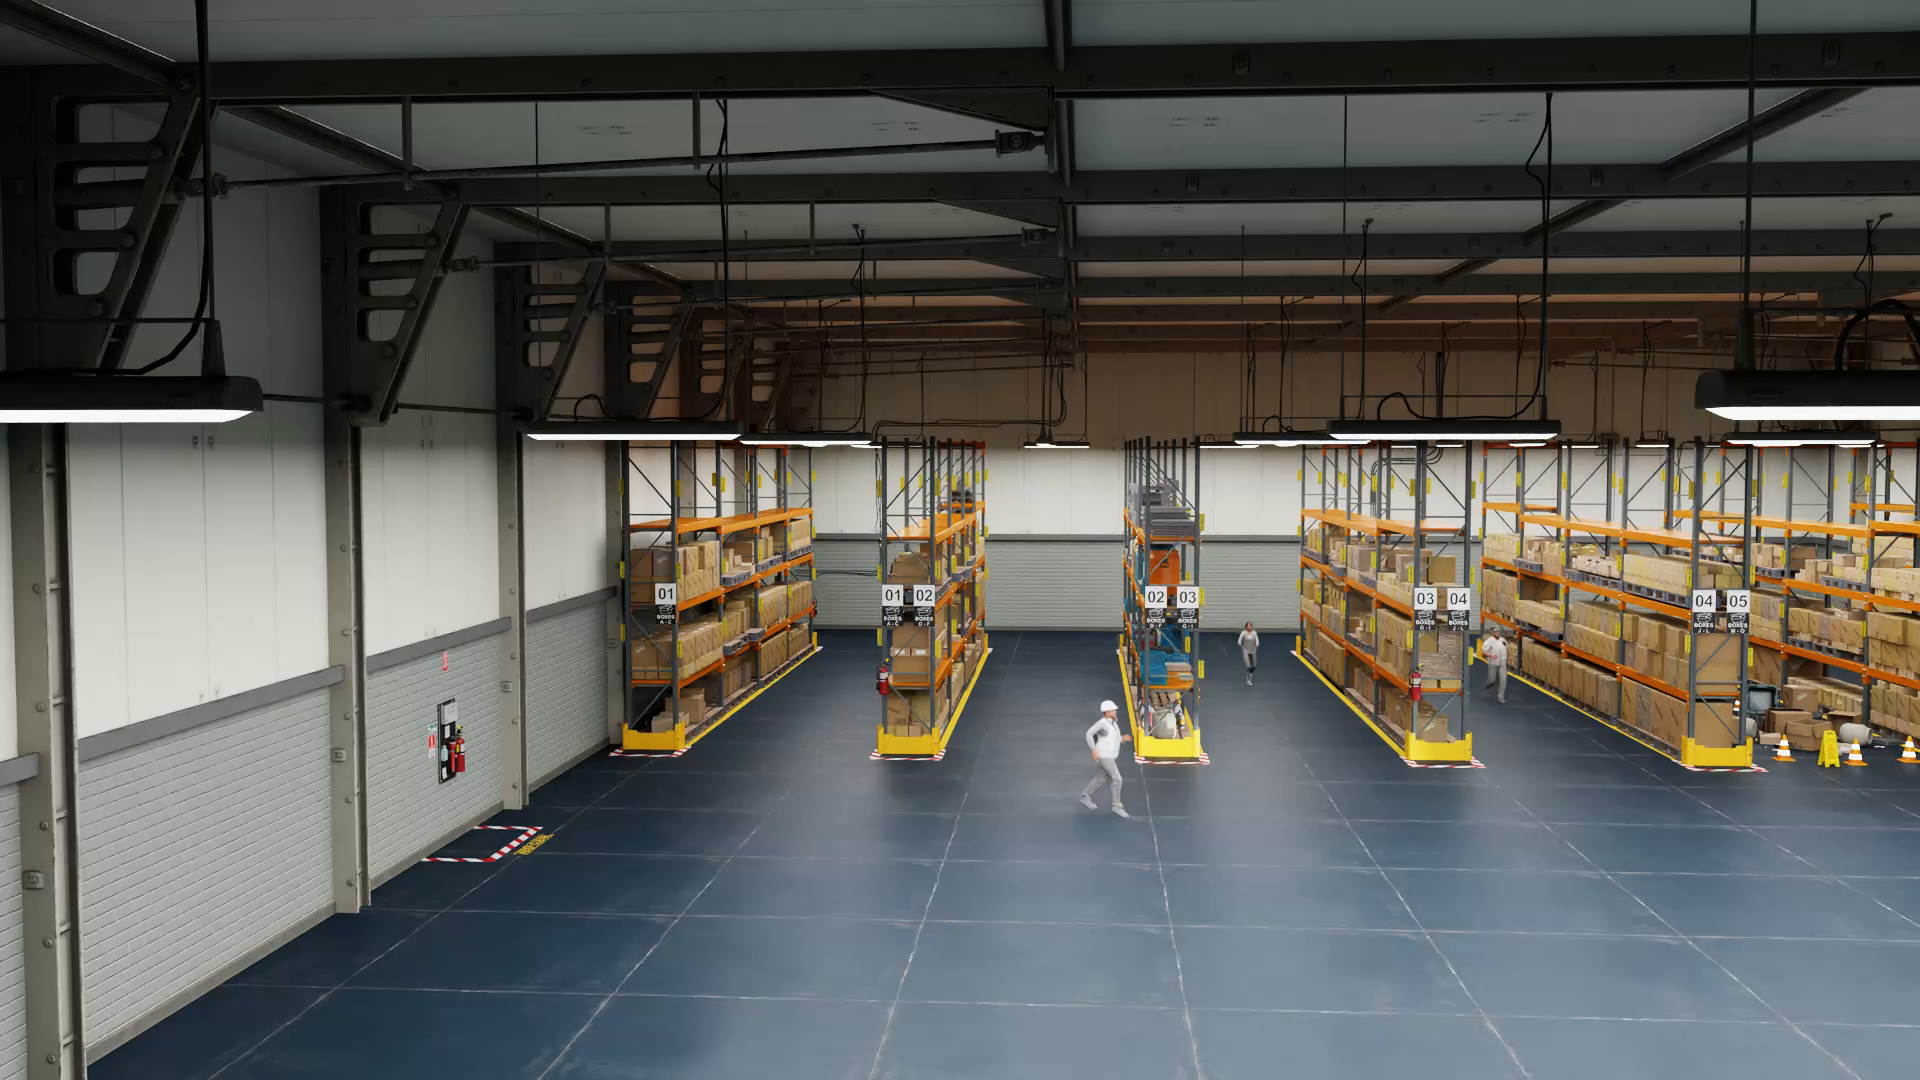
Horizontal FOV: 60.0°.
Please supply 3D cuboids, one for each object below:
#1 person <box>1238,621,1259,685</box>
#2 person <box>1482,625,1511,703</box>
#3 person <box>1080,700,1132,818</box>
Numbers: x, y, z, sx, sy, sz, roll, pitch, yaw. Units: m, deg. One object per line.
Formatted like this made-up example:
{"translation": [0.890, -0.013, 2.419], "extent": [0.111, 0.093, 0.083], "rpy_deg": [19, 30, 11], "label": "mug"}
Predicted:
{"translation": [7.075, 2.768, 40.751], "extent": [0.533, 1.549, 0.563], "rpy_deg": [0, 3, -2], "label": "person"}
{"translation": [12.258, 2.815, 37.994], "extent": [0.674, 1.746, 0.817], "rpy_deg": [0, 3, -5], "label": "person"}
{"translation": [2.283, 3.427, 26.121], "extent": [0.868, 1.824, 0.627], "rpy_deg": [1, 3, 20], "label": "person"}
